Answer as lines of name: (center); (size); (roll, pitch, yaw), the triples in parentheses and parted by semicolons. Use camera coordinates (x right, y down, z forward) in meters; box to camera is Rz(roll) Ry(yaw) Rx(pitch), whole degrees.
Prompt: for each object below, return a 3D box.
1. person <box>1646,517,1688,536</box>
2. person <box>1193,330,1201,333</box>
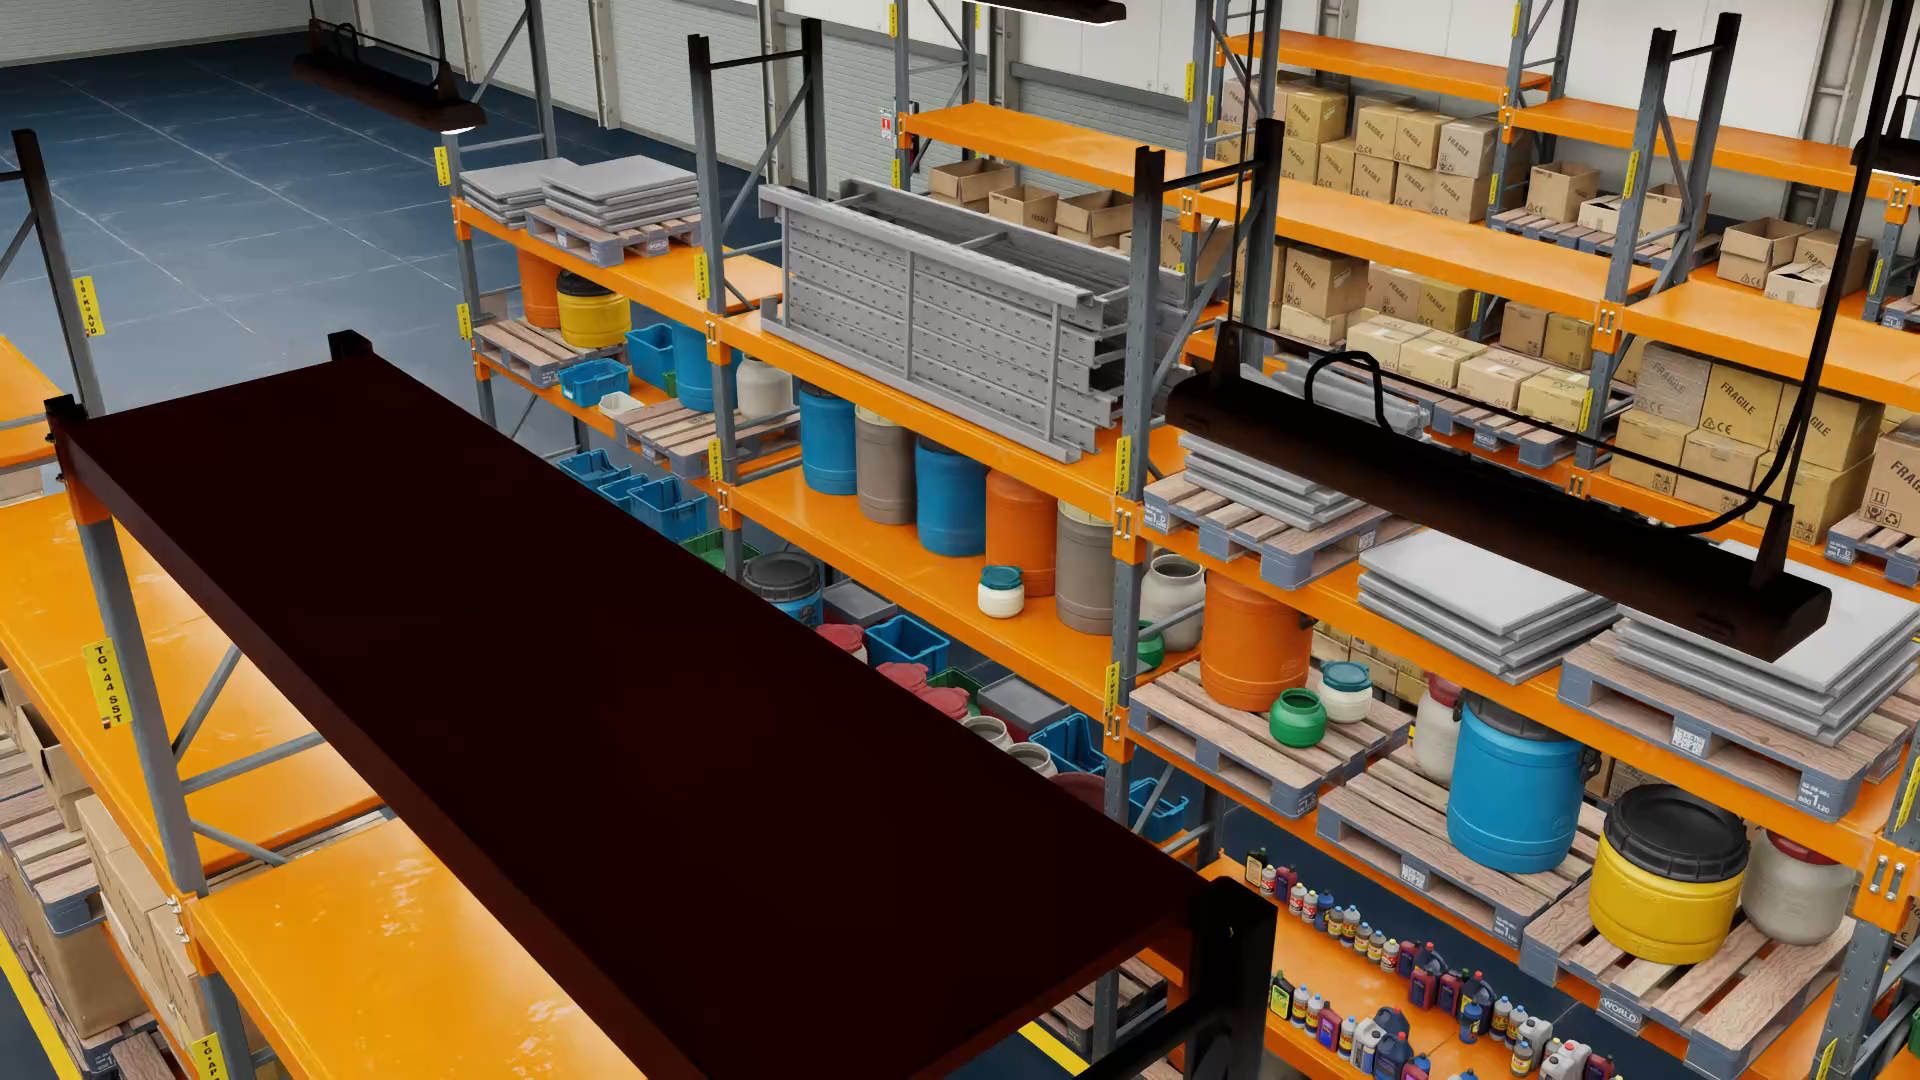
person: (6.785, -0.166, 16.046); (1.040, 1.621, 0.585); (21, 33, 35)
person: (2.555, -1.771, 19.213); (1.058, 1.615, 0.599); (7, 28, 14)
